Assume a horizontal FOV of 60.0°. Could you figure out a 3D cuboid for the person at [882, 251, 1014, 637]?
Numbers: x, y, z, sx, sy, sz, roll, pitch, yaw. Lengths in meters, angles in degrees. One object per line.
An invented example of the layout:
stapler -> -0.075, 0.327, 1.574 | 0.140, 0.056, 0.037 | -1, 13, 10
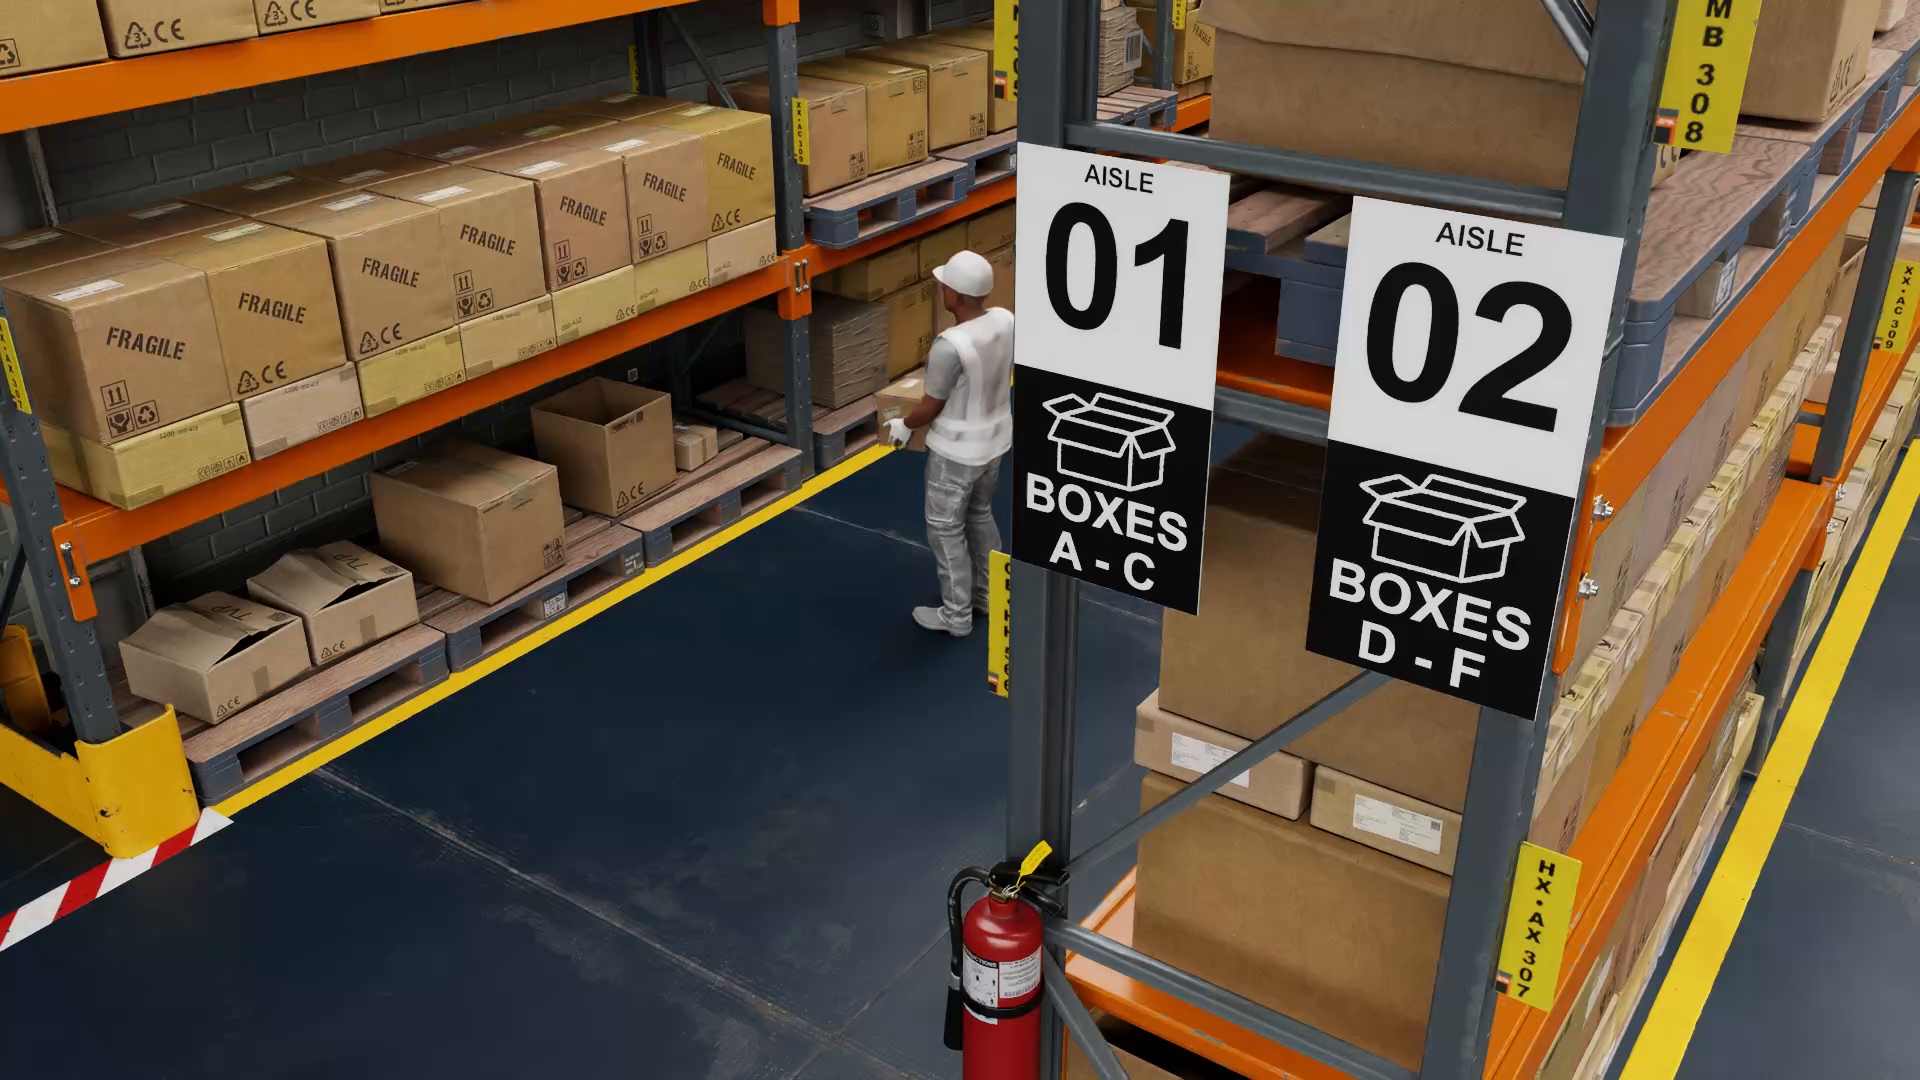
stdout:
person -> -0.045, -0.445, 7.473 | 0.538, 1.789, 0.532 | 17, 31, 30
